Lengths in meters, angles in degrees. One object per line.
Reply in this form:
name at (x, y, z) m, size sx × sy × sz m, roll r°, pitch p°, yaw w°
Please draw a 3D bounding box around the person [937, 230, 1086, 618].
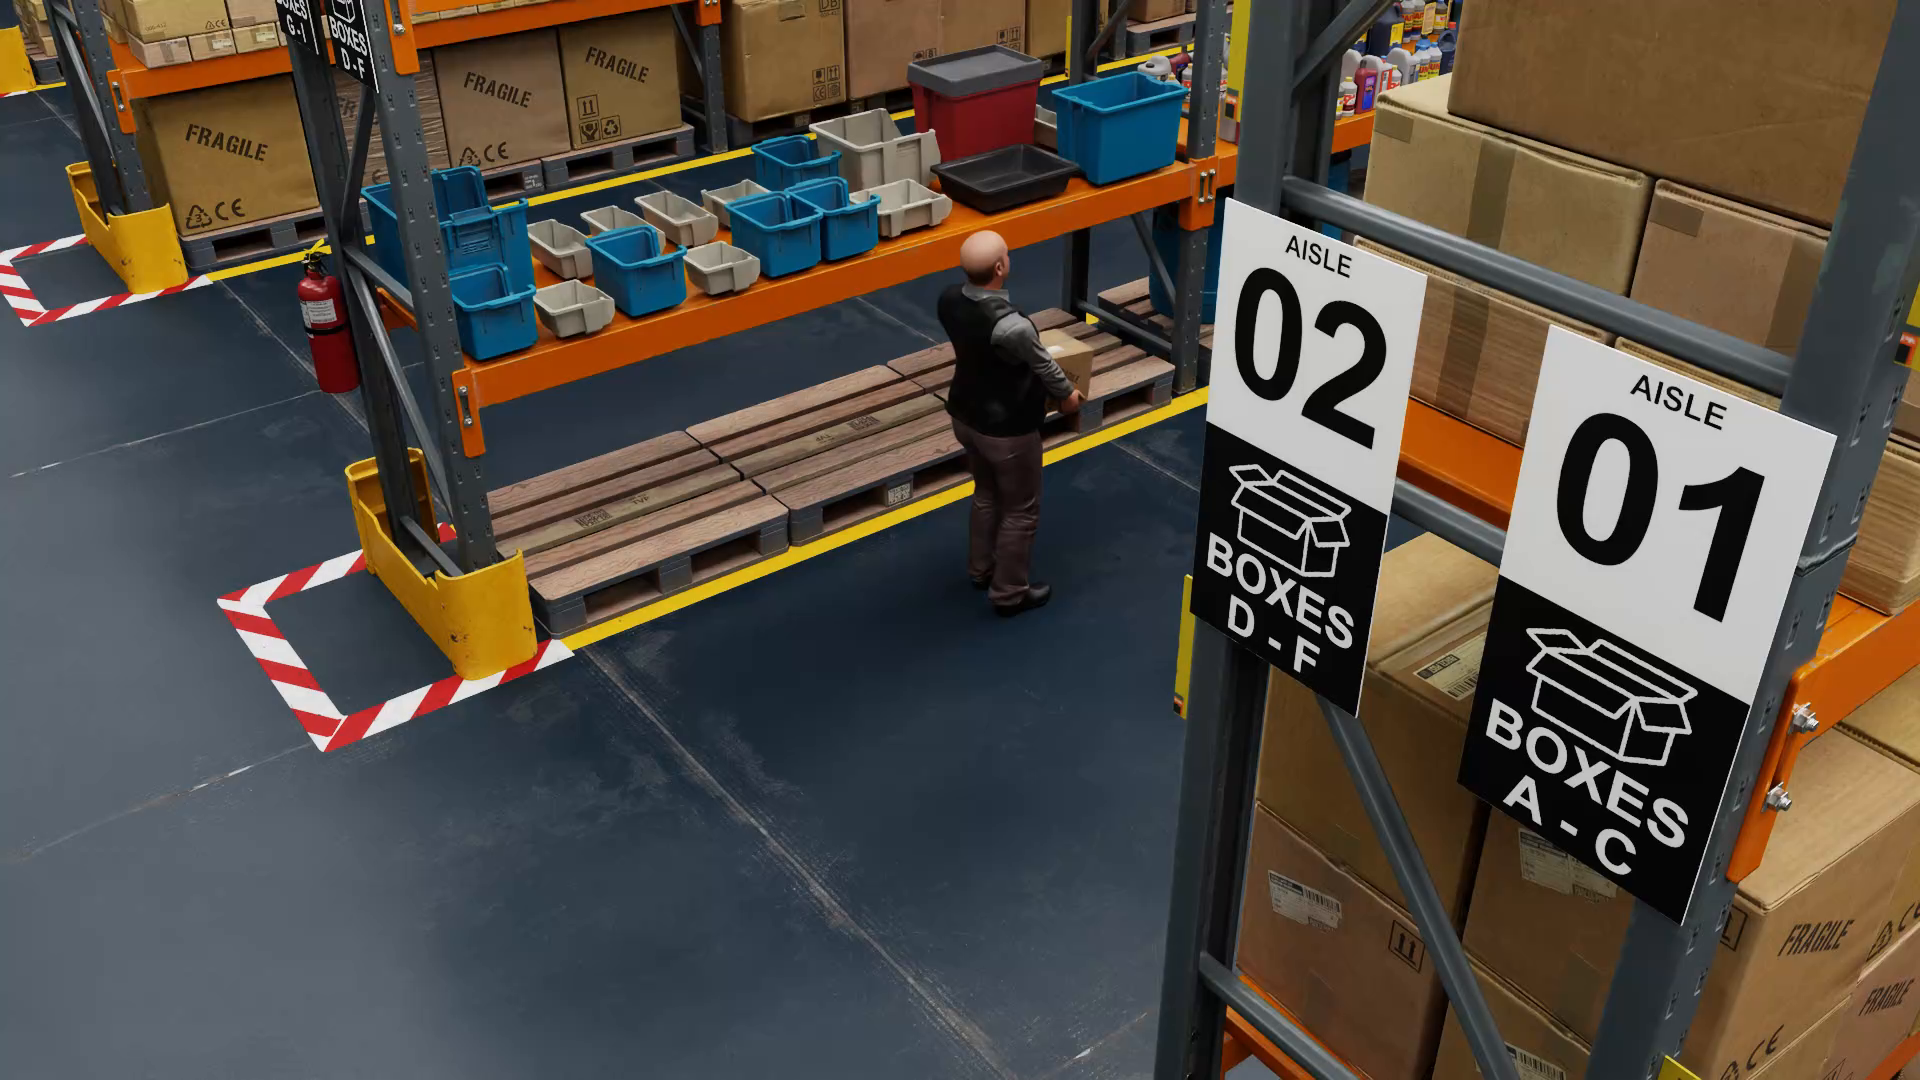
person at (0.218, -0.517, 6.997) m, size 0.551 × 1.711 × 0.494 m, roll -22°, pitch 38°, yaw -31°
